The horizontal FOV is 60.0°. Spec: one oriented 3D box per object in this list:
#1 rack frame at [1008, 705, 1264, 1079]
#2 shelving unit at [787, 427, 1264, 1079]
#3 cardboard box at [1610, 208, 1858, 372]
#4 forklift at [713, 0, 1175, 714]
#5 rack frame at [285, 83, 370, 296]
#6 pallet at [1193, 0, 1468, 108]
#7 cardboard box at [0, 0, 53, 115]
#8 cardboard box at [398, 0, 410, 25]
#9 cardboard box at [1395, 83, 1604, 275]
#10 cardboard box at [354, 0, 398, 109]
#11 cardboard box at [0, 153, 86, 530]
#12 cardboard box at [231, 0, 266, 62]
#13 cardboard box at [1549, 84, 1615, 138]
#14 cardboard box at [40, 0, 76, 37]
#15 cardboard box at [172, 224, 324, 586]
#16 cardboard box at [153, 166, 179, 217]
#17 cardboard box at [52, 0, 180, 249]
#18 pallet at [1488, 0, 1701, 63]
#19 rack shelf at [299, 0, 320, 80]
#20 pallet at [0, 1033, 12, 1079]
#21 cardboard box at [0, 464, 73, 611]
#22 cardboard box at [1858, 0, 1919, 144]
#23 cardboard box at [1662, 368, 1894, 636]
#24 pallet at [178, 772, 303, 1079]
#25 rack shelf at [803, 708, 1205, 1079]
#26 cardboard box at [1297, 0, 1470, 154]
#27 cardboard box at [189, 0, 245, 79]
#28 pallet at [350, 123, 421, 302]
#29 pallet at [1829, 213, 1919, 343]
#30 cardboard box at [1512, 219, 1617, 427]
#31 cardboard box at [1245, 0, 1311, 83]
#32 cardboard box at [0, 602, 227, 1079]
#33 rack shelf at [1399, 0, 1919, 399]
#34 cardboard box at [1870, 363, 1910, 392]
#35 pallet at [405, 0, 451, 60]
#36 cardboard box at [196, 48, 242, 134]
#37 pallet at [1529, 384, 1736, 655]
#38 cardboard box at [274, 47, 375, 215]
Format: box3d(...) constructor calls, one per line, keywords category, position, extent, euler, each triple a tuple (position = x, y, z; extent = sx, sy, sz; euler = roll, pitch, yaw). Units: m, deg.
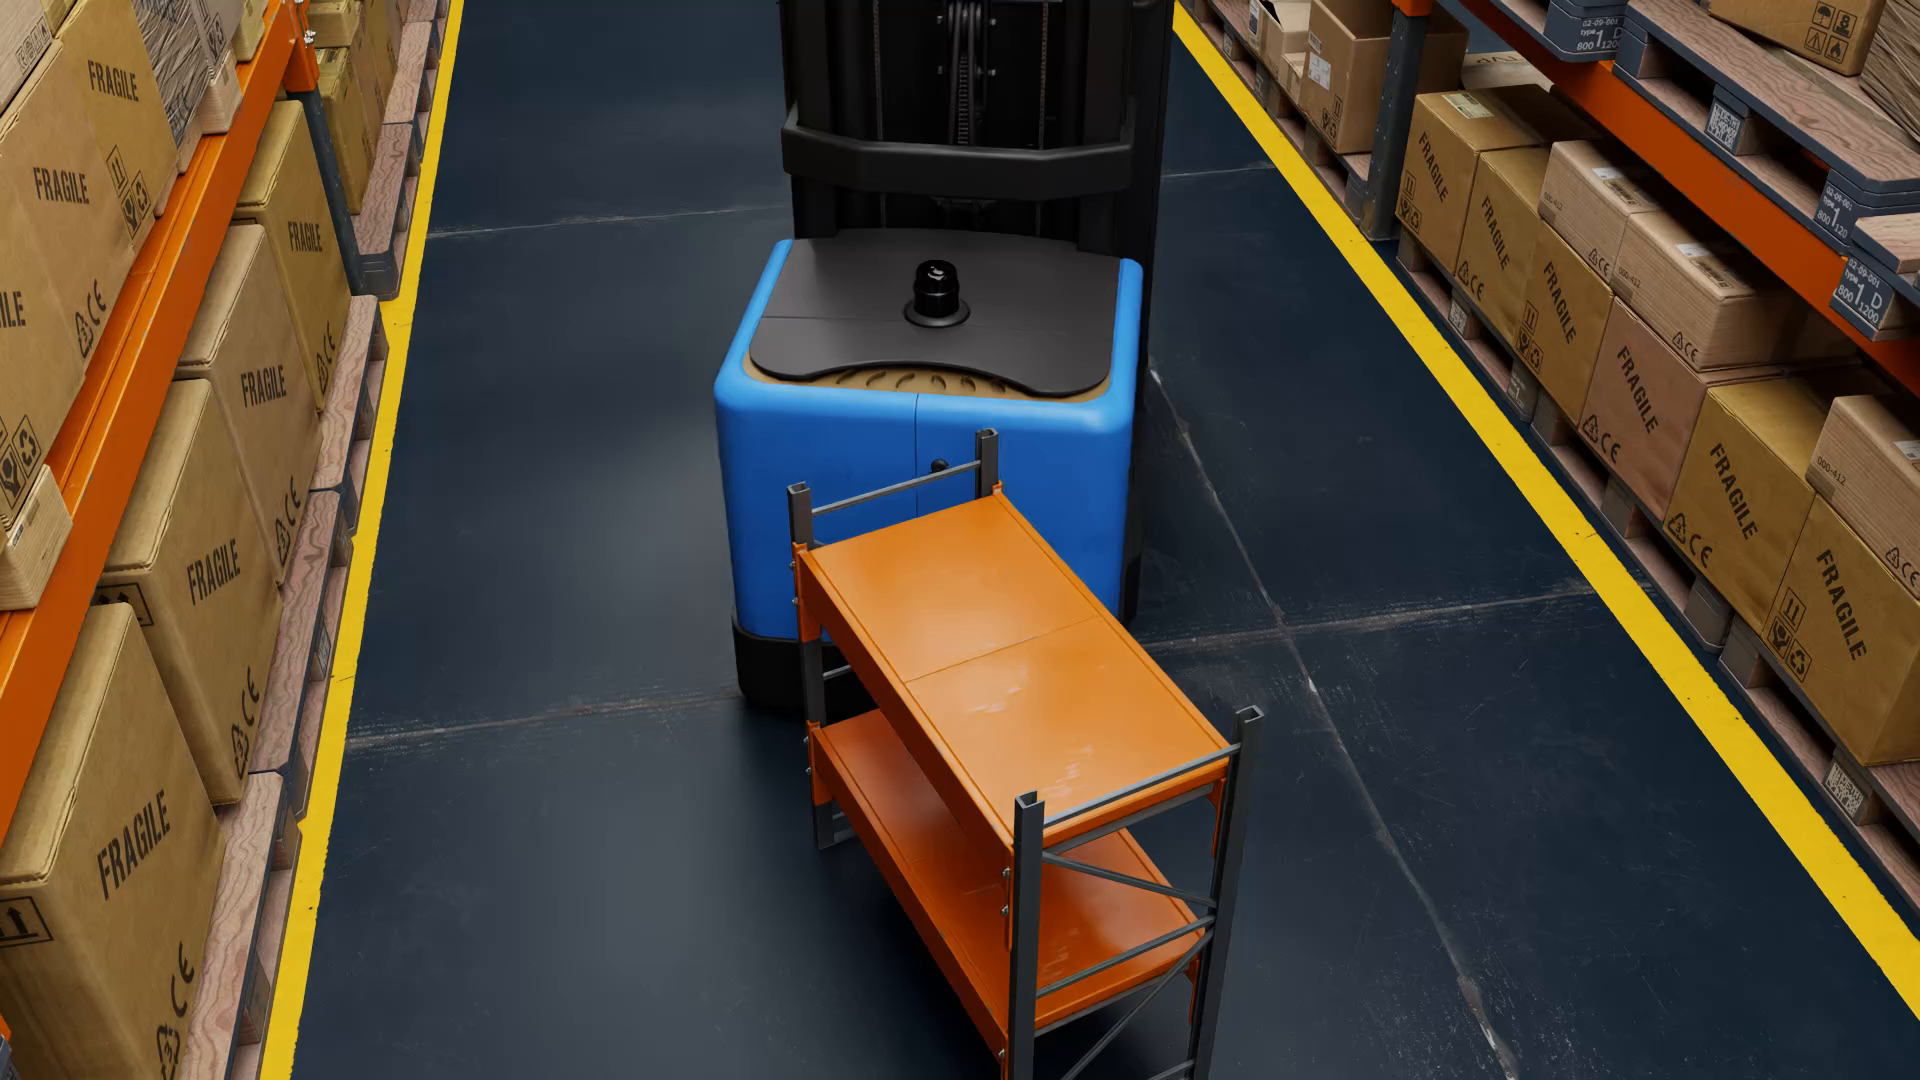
box3d(category="rack frame", position=(0.322, 0.823, 3.274), extent=(0.500, 1.125, 0.032), euler=(-18, 41, -21))
box3d(category="shelving unit", position=(0.090, 0.546, 3.631), extent=(0.538, 1.125, 1.048), euler=(-18, 41, -21))
box3d(category="cardboard box", position=(2.268, -0.746, 4.833), extent=(0.500, 0.250, 0.500), euler=(-7, 38, -9))
box3d(category="forklift", position=(0.074, -1.539, 4.842), extent=(1.130, 2.935, 3.031), euler=(4, 38, 5))
box3d(category="rack frame", position=(-2.717, -1.954, 5.320), extent=(1.000, 3.000, 0.127), euler=(-6, 38, -8))
box3d(category="pallet", position=(1.822, -2.541, 8.349), extent=(1.003, 0.211, 1.213), euler=(-6, 38, -8))
box3d(category="cardboard box", position=(-2.028, -0.927, 3.047), extent=(0.500, 0.250, 0.500), euler=(-6, 38, -8))
box3d(category="cardboard box", position=(-3.110, -2.834, 8.149), extent=(0.700, 0.500, 0.500), euler=(-6, 38, -8))
box3d(category="cardboard box", position=(2.004, -1.357, 6.231), extent=(0.500, 0.500, 0.500), euler=(-8, 39, -10))
box3d(category="cardboard box", position=(-2.920, -2.209, 7.344), extent=(0.700, 0.500, 0.500), euler=(-5, 38, -7))
box3d(category="cardboard box", position=(-1.932, -0.341, 2.904), extent=(0.500, 0.500, 0.500), euler=(-5, 38, -6))
box3d(category="cardboard box", position=(-2.312, -1.539, 4.974), extent=(0.380, 0.149, 0.250), euler=(-6, 38, -7))
box3d(category="cardboard box", position=(2.527, -1.408, 6.297), extent=(0.500, 0.500, 0.500), euler=(-6, 38, -8))
box3d(category="cardboard box", position=(-2.124, -1.235, 3.443), extent=(0.500, 0.250, 0.500), euler=(-7, 38, -9))
box3d(category="cardboard box", position=(-2.317, -0.356, 4.673), extent=(0.750, 0.750, 0.750), euler=(-5, 38, -7))
box3d(category="cardboard box", position=(-2.200, -0.917, 4.174), extent=(0.380, 0.149, 0.250), euler=(-7, 38, -9))
box3d(category="cardboard box", position=(-2.117, -0.955, 3.693), extent=(0.500, 0.500, 0.500), euler=(-5, 38, -7))
box3d(category="pallet", position=(2.191, -1.919, 5.431), extent=(1.003, 0.211, 1.213), euler=(-6, 38, -8))
box3d(category="rack shelf", position=(-3.068, -2.878, 7.096), extent=(1.077, 0.370, 4.000), euler=(-6, 38, -8))
box3d(category="pallet", position=(-1.786, 0.957, 1.730), extent=(1.213, 0.211, 1.003), euler=(-6, 38, -8))
box3d(category="cardboard box", position=(-1.845, 0.007, 2.985), extent=(0.380, 0.149, 0.250), euler=(-5, 38, -7))
box3d(category="cardboard box", position=(2.666, -1.219, 3.951), extent=(0.700, 0.500, 0.500), euler=(0, 38, 1))
box3d(category="cardboard box", position=(2.375, -0.112, 4.628), extent=(0.500, 0.500, 0.500), euler=(-8, 38, -10))
box3d(category="pallet", position=(-2.080, 1.079, 3.689), extent=(1.003, 0.211, 1.213), euler=(-6, 38, -8))
box3d(category="rack shelf", position=(0.090, 0.739, 3.781), extent=(0.538, 0.278, 1.000), euler=(-18, 41, -21))
box3d(category="cardboard box", position=(1.780, -1.989, 7.044), extent=(0.500, 0.500, 0.500), euler=(-6, 38, -8))
box3d(category="cardboard box", position=(-2.289, -1.560, 4.473), extent=(0.500, 0.500, 0.500), euler=(-6, 38, -8))
box3d(category="pallet", position=(-2.774, -1.320, 6.778), extent=(1.003, 0.211, 1.213), euler=(-6, 38, -8))
box3d(category="pallet", position=(2.672, -0.399, 3.475), extent=(1.213, 0.211, 1.003), euler=(-6, 38, -8))
box3d(category="cardboard box", position=(2.188, -0.734, 5.428), extent=(0.500, 0.500, 0.500), euler=(-6, 38, -7))
box3d(category="cardboard box", position=(1.648, -2.368, 7.686), extent=(0.500, 0.311, 0.500), euler=(-6, 38, -8))
box3d(category="cardboard box", position=(-2.016, 0.687, 3.331), extent=(0.750, 0.750, 0.750), euler=(-7, 38, -9))
box3d(category="rack shelf", position=(2.509, -0.997, 4.675), extent=(1.077, 0.370, 4.000), euler=(-6, 38, -8))
box3d(category="cardboard box", position=(2.881, -0.184, 4.721), extent=(0.500, 0.500, 0.500), euler=(-7, 38, -9))
box3d(category="pallet", position=(-3.202, -2.794, 8.675), extent=(1.003, 0.211, 1.213), euler=(-6, 38, -8))
box3d(category="cardboard box", position=(-2.207, -1.224, 4.570), extent=(0.380, 0.149, 0.250), euler=(-6, 38, -8))
box3d(category="pallet", position=(2.556, -0.162, 5.287), extent=(1.003, 0.211, 1.213), euler=(-6, 38, -8))
box3d(category="cardboard box", position=(-2.748, -1.595, 6.554), extent=(0.700, 0.500, 0.500), euler=(-6, 38, -7))
